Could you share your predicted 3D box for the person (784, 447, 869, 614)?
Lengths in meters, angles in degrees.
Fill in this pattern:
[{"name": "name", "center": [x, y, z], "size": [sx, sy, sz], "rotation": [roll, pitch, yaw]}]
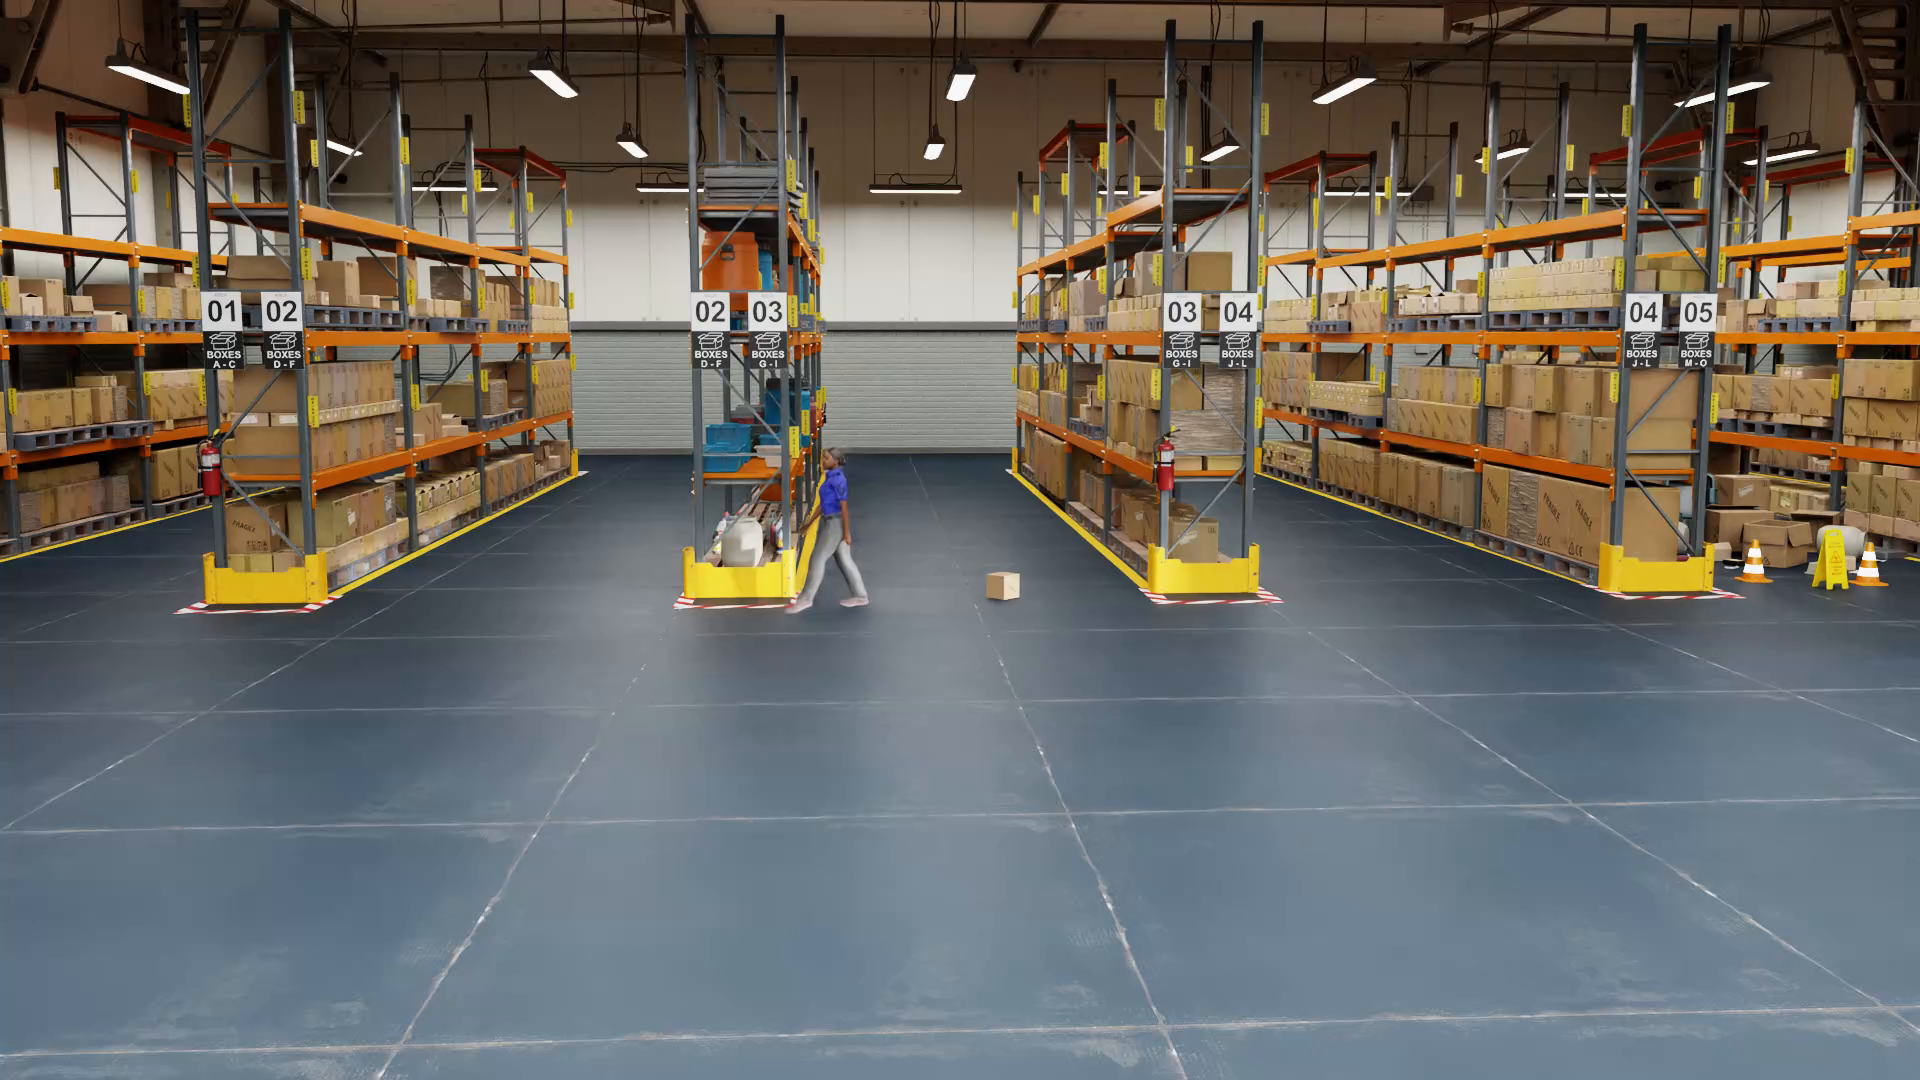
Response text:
[{"name": "person", "center": [-1.344, -0.104, 16.655], "size": [0.855, 1.656, 0.457], "rotation": [-1, 7, -8]}]
